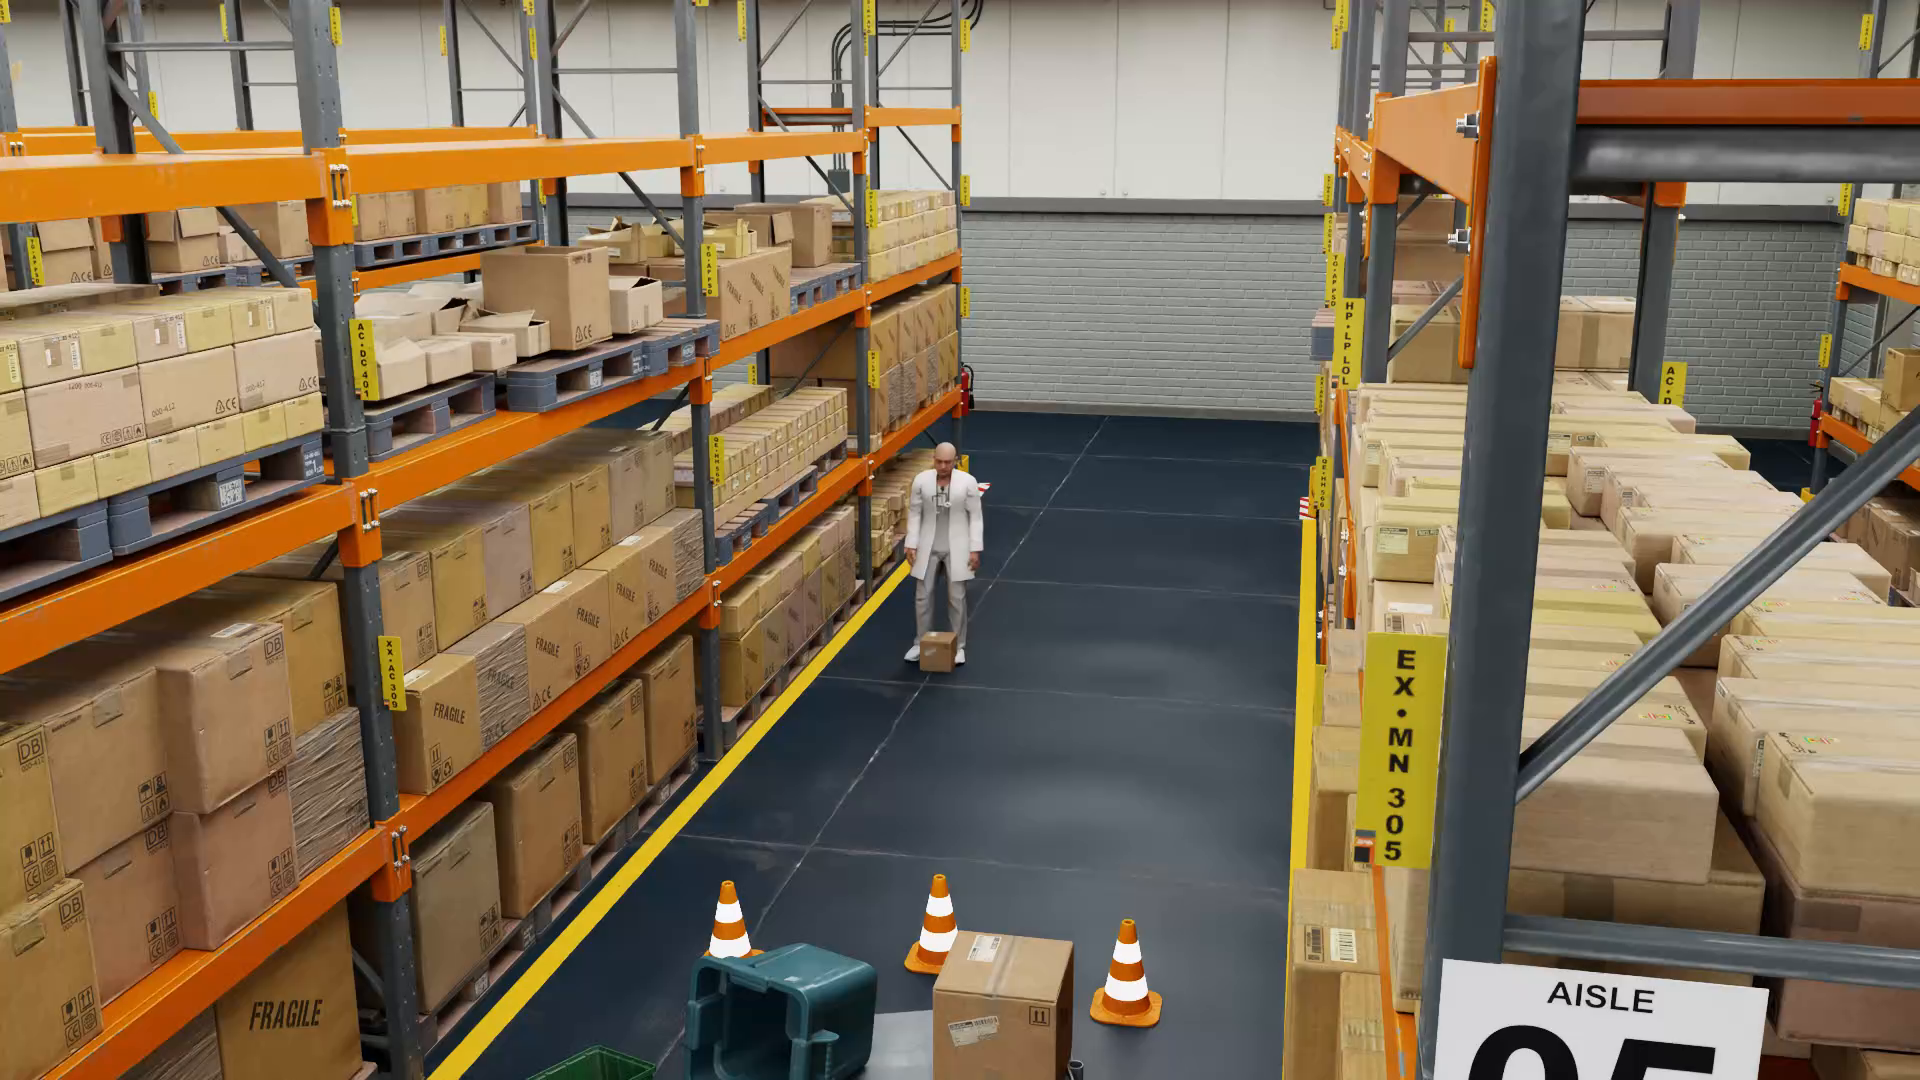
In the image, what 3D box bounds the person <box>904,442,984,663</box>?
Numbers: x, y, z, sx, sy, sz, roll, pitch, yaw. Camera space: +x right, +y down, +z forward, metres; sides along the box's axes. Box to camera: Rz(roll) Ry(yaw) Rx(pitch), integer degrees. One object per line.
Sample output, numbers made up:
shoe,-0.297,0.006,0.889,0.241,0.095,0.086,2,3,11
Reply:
person,-0.130,0.088,13.202,0.640,1.772,0.428,2,15,9
